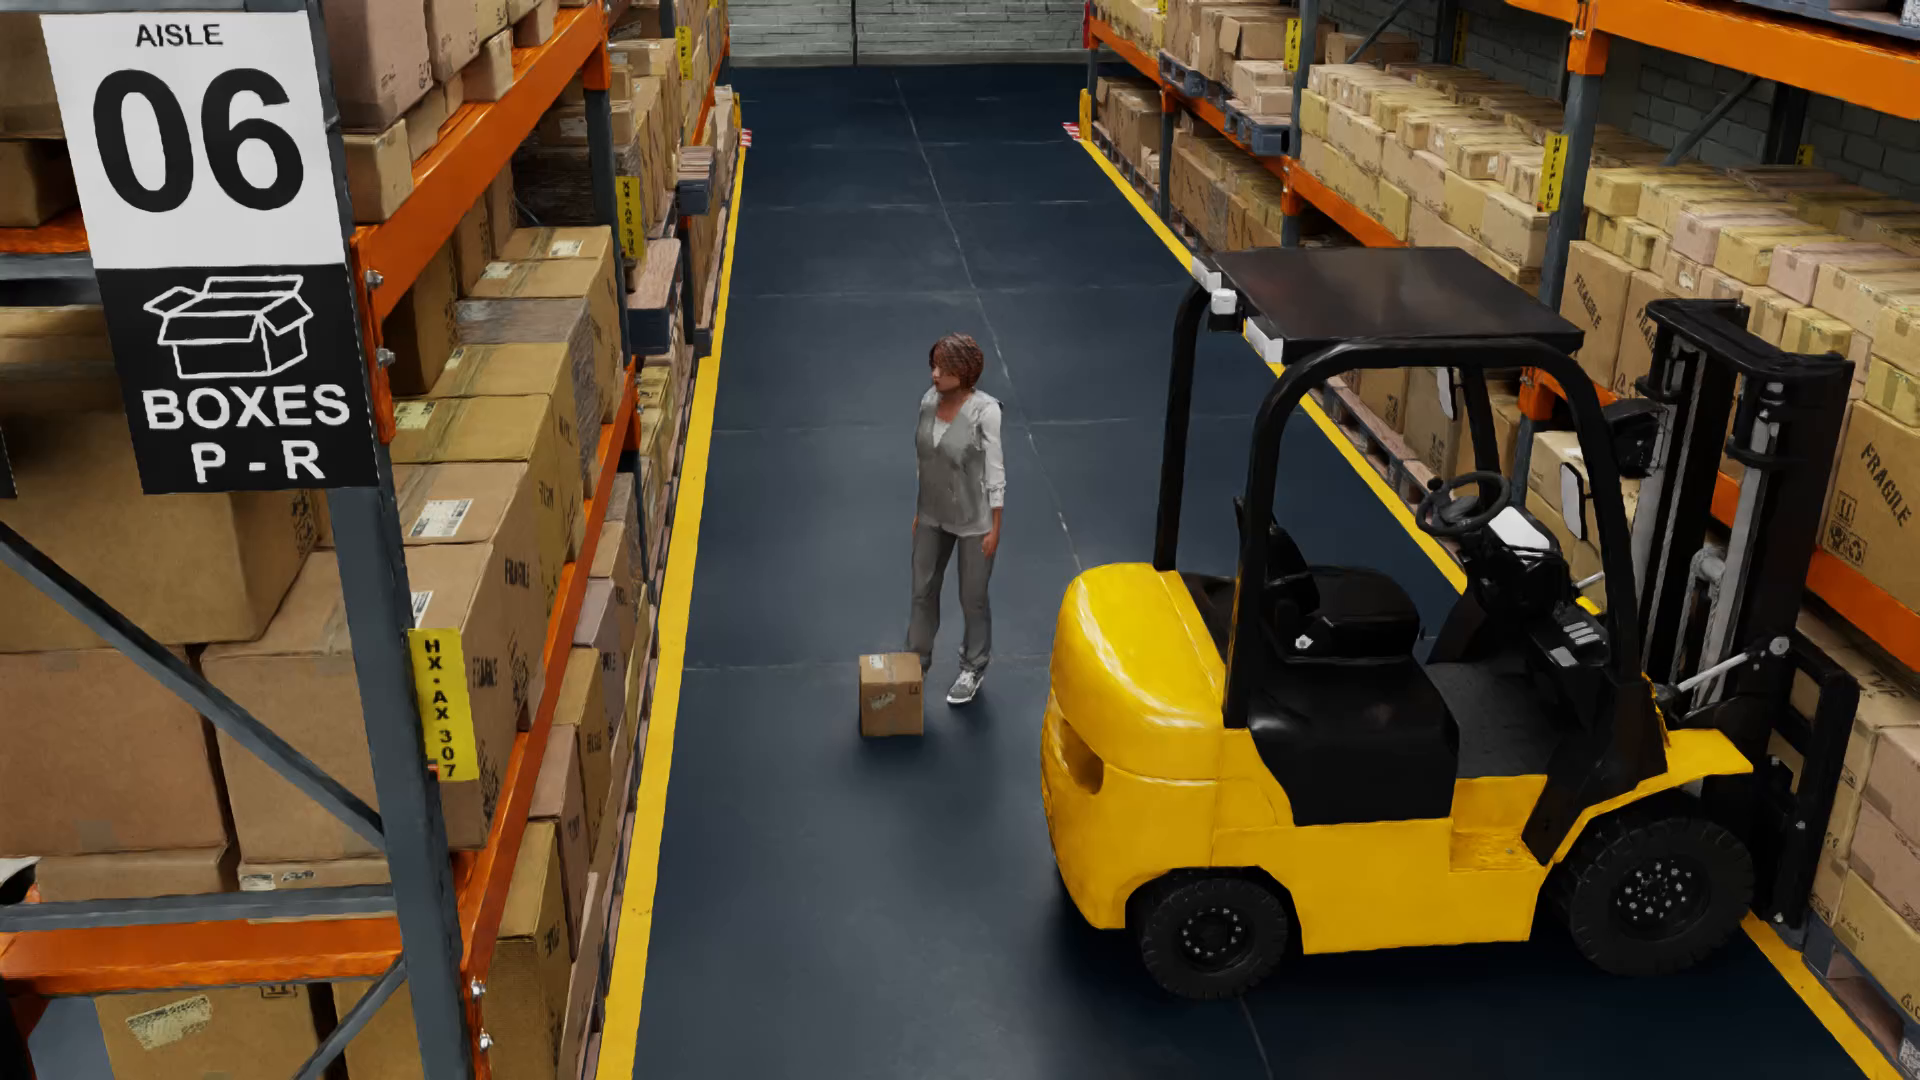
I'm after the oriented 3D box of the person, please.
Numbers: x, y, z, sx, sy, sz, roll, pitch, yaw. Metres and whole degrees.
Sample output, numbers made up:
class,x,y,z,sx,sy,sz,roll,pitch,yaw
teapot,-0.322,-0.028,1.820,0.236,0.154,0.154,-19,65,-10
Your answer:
class,x,y,z,sx,sy,sz,roll,pitch,yaw
person,-0.047,-0.050,6.704,0.422,1.602,0.509,17,29,33
